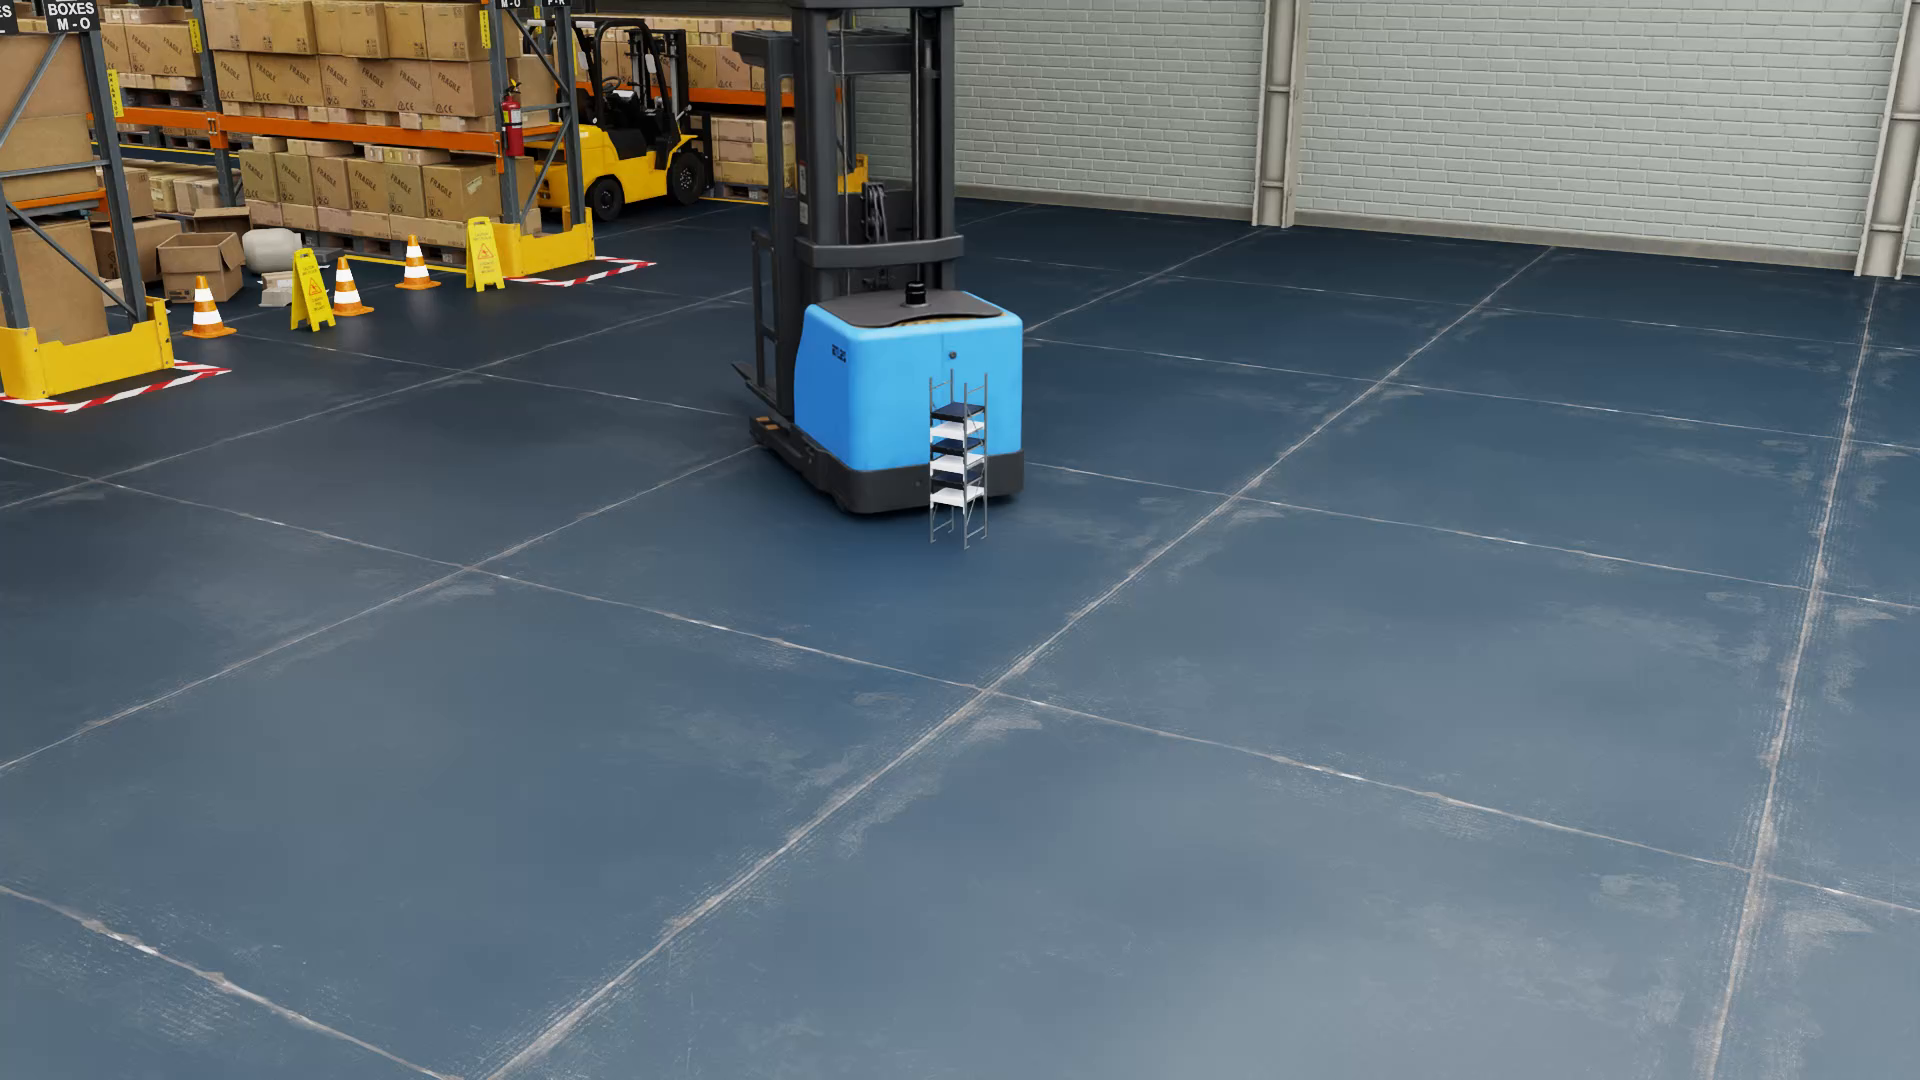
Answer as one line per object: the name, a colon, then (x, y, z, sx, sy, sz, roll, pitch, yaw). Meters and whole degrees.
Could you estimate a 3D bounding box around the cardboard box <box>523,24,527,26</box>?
cardboard box: (-5.706, -6.592, 21.541, 0.250, 0.149, 0.380, 10, 22, 27)

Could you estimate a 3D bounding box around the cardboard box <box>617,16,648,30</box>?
cardboard box: (-4.018, -6.397, 20.568, 0.250, 0.149, 0.380, 10, 22, 26)

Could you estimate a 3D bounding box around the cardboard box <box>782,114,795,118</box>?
cardboard box: (-1.900, -5.058, 20.359, 0.500, 0.250, 0.500, 10, 22, 26)

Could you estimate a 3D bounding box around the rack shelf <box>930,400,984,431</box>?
rack shelf: (-0.007, -0.647, 8.635, 0.200, 0.077, 0.258, 11, 23, 27)

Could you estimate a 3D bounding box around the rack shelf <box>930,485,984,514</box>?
rack shelf: (-0.007, -0.224, 8.788, 0.200, 0.077, 0.258, 11, 23, 27)

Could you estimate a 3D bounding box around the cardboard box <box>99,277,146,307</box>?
cardboard box: (-7.409, -2.220, 14.596, 0.258, 0.266, 0.396, 16, 25, 36)

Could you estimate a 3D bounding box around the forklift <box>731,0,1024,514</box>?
forklift: (-0.689, -1.987, 10.044, 1.130, 2.935, 3.031, -8, 22, -22)

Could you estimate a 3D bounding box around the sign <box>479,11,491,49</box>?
sign: (-4.279, -4.599, 14.983, 0.005, 0.325, 0.100, 11, 23, 27)

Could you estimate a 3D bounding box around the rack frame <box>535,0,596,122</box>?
rack frame: (-5.065, -6.212, 21.590, 0.127, 3.000, 1.000, 11, 23, 27)

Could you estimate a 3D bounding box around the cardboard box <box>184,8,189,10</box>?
cardboard box: (-11.736, -7.639, 24.764, 0.500, 0.500, 0.700, 11, 23, 29)

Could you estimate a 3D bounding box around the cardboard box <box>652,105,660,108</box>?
cardboard box: (-4.091, -5.482, 21.530, 0.500, 0.250, 0.500, 10, 22, 27)

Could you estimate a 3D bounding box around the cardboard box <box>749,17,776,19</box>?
cardboard box: (-2.420, -6.296, 20.290, 0.250, 0.149, 0.380, 11, 23, 28)

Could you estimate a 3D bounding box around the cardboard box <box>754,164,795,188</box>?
cardboard box: (-2.137, -4.435, 20.110, 0.500, 0.250, 0.500, 11, 23, 28)

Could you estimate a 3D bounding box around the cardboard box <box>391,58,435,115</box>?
cardboard box: (-5.033, -4.348, 15.869, 0.500, 0.500, 0.500, 11, 23, 27)

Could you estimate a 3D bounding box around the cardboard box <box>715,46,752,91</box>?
cardboard box: (-2.579, -5.686, 19.995, 0.500, 0.500, 0.500, 12, 23, 29)

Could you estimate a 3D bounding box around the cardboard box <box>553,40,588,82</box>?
cardboard box: (-4.805, -6.107, 21.156, 0.500, 0.500, 0.500, 10, 22, 26)

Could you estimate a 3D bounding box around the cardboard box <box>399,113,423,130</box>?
cardboard box: (-5.149, -4.040, 15.973, 0.250, 0.149, 0.380, 11, 23, 28)

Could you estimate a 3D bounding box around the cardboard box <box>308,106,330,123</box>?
cardboard box: (-6.252, -4.252, 16.556, 0.250, 0.149, 0.380, 11, 23, 28)

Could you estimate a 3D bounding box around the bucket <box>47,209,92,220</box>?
bucket: (-8.565, -3.082, 15.535, 0.726, 0.611, 0.620, -16, 16, -38)

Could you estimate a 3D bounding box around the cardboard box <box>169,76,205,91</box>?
cardboard box: (-8.066, -4.816, 17.496, 0.250, 0.149, 0.380, 11, 23, 28)

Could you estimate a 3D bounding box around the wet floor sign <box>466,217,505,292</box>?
wet floor sign: (-4.346, -2.611, 15.117, 0.267, 0.644, 0.232, -16, 26, -38)

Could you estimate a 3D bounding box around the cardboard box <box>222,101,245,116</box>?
cardboard box: (-7.364, -4.467, 17.150, 0.250, 0.149, 0.380, 11, 23, 27)

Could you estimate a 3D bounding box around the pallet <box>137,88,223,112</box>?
pallet: (-8.079, -4.814, 18.017, 1.213, 0.211, 1.003, 11, 23, 27)

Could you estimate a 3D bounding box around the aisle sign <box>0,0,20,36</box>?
aisle sign: (-6.401, -3.699, 10.850, 0.004, 0.787, 0.394, 11, 23, 27)

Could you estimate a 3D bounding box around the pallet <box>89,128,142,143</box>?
pallet: (-13.717, -6.548, 26.608, 1.213, 0.211, 1.003, 11, 23, 27)

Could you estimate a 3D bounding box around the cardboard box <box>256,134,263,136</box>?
cardboard box: (-9.921, -6.078, 24.272, 0.500, 0.500, 0.500, 12, 23, 30)

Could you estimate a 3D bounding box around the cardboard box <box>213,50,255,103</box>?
cardboard box: (-7.234, -4.764, 17.017, 0.500, 0.500, 0.500, 11, 23, 27)

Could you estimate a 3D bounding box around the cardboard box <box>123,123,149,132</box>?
cardboard box: (-12.679, -6.404, 25.687, 0.250, 0.149, 0.380, 10, 22, 26)

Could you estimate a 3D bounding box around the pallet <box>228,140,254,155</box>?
pallet: (-10.251, -5.905, 24.833, 1.213, 0.211, 1.003, 11, 23, 27)

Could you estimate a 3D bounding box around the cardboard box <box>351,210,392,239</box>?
cardboard box: (-5.735, -3.201, 16.708, 0.500, 0.250, 0.500, 10, 22, 25)

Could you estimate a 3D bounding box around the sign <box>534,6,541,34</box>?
sign: (-5.321, -6.556, 20.957, 0.005, 0.325, 0.100, 11, 23, 27)

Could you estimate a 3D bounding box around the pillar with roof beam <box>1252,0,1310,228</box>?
pillar with roof beam: (1.397, -6.471, 13.509, 0.400, 9.000, 9.100, 11, 23, 27)

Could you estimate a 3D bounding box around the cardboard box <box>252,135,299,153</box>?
cardboard box: (-7.019, -4.078, 17.075, 0.250, 0.149, 0.380, 11, 23, 28)

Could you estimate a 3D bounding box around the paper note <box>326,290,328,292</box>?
paper note: (-5.786, -2.237, 14.987, 0.142, 0.019, 0.148, 3, 20, 9)

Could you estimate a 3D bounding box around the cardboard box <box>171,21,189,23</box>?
cardboard box: (-8.189, -5.364, 18.055, 0.500, 0.500, 0.500, 11, 23, 27)

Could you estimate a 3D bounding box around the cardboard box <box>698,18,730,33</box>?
cardboard box: (-2.923, -6.176, 19.958, 0.250, 0.149, 0.380, 11, 23, 29)

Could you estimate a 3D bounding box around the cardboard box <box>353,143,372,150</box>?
cardboard box: (-6.390, -3.888, 17.502, 0.500, 0.500, 0.500, 11, 23, 28)

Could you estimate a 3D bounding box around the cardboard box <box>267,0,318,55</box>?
cardboard box: (-6.344, -5.069, 16.392, 0.500, 0.500, 0.700, 10, 22, 26)

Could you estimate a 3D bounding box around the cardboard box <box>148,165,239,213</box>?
cardboard box: (-8.571, -3.900, 18.457, 0.625, 0.372, 0.950, 12, 23, 31)

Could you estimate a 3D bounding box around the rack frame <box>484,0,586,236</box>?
rack frame: (-3.990, -4.068, 15.681, 0.127, 3.000, 1.000, 11, 23, 27)

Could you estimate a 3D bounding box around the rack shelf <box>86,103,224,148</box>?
rack shelf: (-9.228, -4.728, 18.555, 4.000, 0.370, 1.077, 11, 23, 27)

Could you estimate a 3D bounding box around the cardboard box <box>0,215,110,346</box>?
cardboard box: (-6.940, -1.869, 12.120, 0.875, 0.875, 0.875, 11, 23, 28)

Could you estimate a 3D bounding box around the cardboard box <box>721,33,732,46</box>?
cardboard box: (-2.657, -6.012, 19.943, 0.250, 0.149, 0.380, 11, 22, 27)

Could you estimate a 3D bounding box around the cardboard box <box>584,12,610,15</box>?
cardboard box: (-4.639, -6.740, 21.514, 0.250, 0.149, 0.380, 11, 23, 27)

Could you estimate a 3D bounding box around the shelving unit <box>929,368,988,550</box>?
shelving unit: (-0.007, -0.424, 8.715, 0.210, 0.900, 0.258, 11, 23, 27)

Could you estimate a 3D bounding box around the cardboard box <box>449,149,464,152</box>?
cardboard box: (-6.857, -5.632, 22.859, 0.625, 0.625, 0.875, 10, 22, 25)

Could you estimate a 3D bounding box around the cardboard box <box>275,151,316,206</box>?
cardboard box: (-6.626, -3.727, 17.056, 0.500, 0.500, 0.500, 12, 23, 29)

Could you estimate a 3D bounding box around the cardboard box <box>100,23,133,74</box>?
cardboard box: (-8.879, -5.296, 17.867, 0.500, 0.500, 0.500, 12, 23, 29)

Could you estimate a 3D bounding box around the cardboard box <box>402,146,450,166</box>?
cardboard box: (-5.170, -3.727, 16.106, 0.250, 0.149, 0.380, 12, 23, 29)

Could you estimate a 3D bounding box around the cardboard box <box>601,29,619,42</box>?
cardboard box: (-4.268, -6.291, 20.713, 0.250, 0.149, 0.380, 11, 23, 28)
